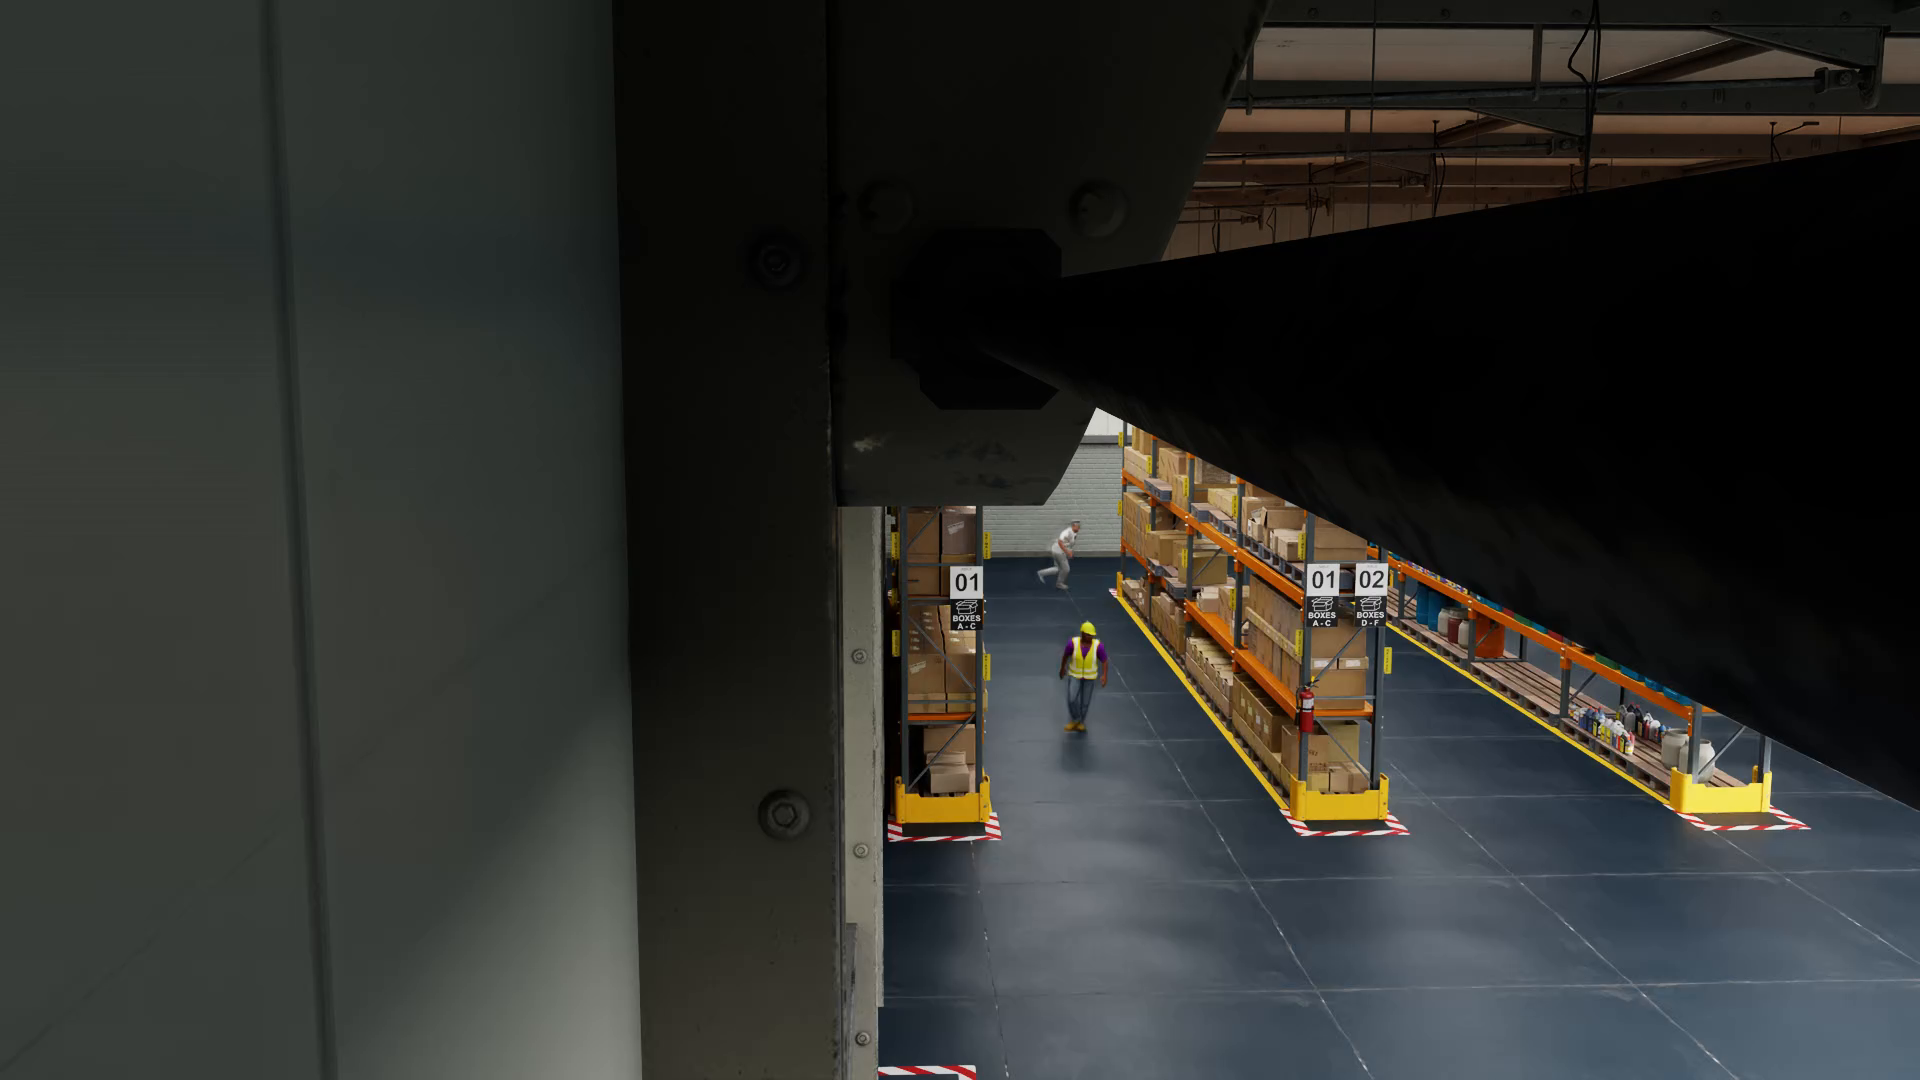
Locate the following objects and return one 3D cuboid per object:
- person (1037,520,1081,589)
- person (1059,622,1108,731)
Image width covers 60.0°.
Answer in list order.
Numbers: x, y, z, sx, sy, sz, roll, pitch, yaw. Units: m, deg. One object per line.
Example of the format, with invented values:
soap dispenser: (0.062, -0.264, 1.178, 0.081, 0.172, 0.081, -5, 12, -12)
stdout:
person: (2.241, 0.309, 37.423, 0.975, 1.573, 0.667, 2, 8, 13)
person: (1.832, 2.024, 24.604, 0.694, 1.705, 0.736, 0, 8, 0)
